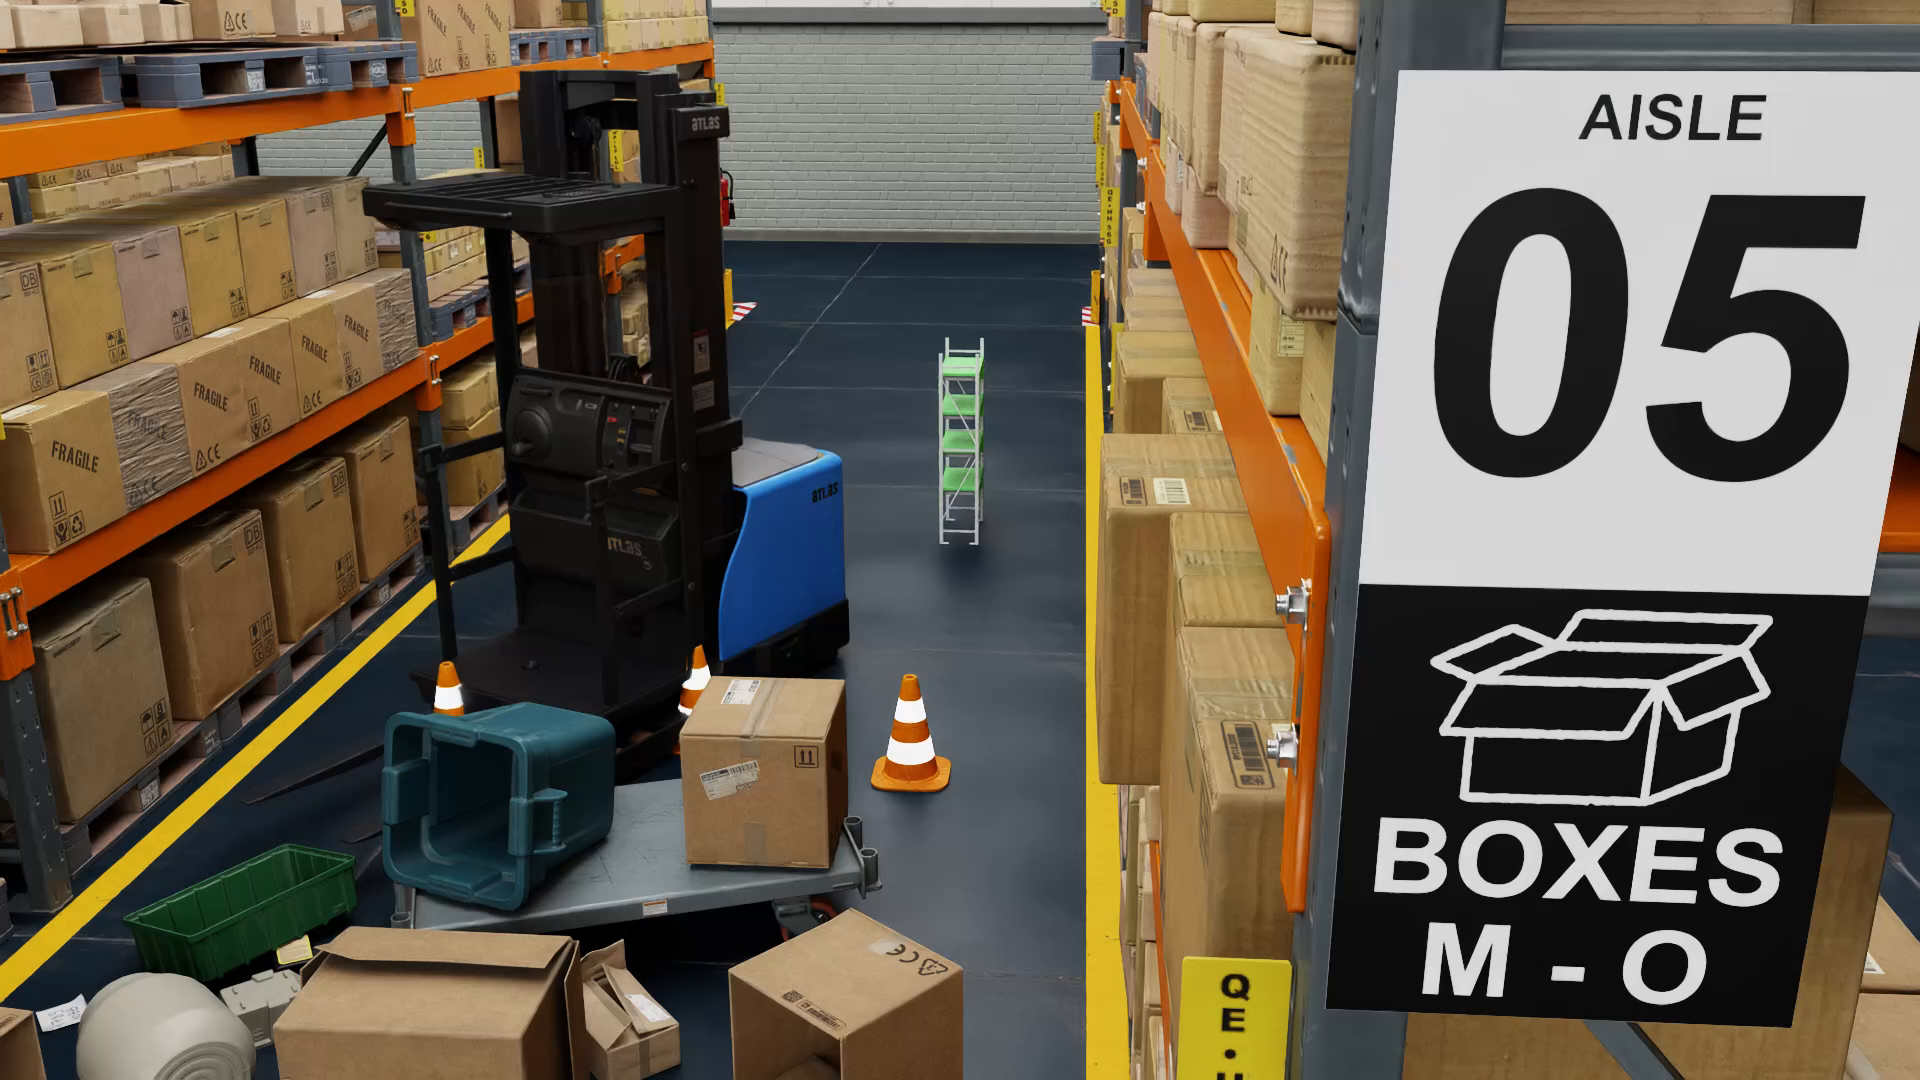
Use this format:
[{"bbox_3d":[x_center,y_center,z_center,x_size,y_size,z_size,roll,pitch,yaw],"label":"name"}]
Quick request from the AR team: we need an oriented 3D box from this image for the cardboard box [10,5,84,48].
[{"bbox_3d":[-3.528,-1.930,6.248,0.250,0.149,0.380,1,18,4],"label":"cardboard box"}]

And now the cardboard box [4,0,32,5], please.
[{"bbox_3d":[-3.981,-2.050,6.451,0.500,0.250,0.500,1,18,3],"label":"cardboard box"}]

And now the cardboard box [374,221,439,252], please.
[{"bbox_3d":[-3.336,-1.806,9.892,0.380,0.149,0.250,1,18,4],"label":"cardboard box"}]

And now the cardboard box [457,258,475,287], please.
[{"bbox_3d":[-3.291,-1.685,10.476,0.380,0.149,0.250,2,18,7],"label":"cardboard box"}]

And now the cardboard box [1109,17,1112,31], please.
[{"bbox_3d":[1.228,-3.595,11.460,0.380,0.166,0.250,0,18,0],"label":"cardboard box"}]

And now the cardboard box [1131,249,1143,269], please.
[{"bbox_3d":[1.013,-0.995,7.331,0.500,0.500,0.500,1,18,2],"label":"cardboard box"}]

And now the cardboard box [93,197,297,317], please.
[{"bbox_3d":[-3.675,-1.370,8.020,0.700,0.500,0.500,1,18,3],"label":"cardboard box"}]

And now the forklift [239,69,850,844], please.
[{"bbox_3d":[-1.774,-0.499,7.238,1.130,2.935,3.031,11,21,30],"label":"forklift"}]

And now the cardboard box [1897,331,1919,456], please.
[{"bbox_3d":[1.156,-0.141,1.622,0.380,0.149,0.250,1,18,4],"label":"cardboard box"}]

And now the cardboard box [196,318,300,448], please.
[{"bbox_3d":[-3.433,-0.735,7.688,0.500,0.500,0.500,2,18,5],"label":"cardboard box"}]

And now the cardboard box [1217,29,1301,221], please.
[{"bbox_3d":[0.627,-0.555,2.247,0.500,0.250,0.500,1,18,3],"label":"cardboard box"}]

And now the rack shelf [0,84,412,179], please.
[{"bbox_3d":[-3.706,-1.765,7.331,1.077,0.370,4.000,1,18,4],"label":"rack shelf"}]

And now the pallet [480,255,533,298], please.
[{"bbox_3d":[-3.462,-1.827,11.491,1.003,0.211,1.213,1,18,4],"label":"pallet"}]

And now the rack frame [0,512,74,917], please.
[{"bbox_3d":[-3.850,-0.061,5.790,1.000,3.000,0.127,1,18,4],"label":"rack frame"}]

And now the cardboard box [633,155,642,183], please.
[{"bbox_3d":[-2.961,-3.036,14.233,0.500,0.500,0.500,1,18,4],"label":"cardboard box"}]

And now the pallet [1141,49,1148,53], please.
[{"bbox_3d":[1.652,-3.515,11.822,0.805,0.209,1.217,1,18,2],"label":"pallet"}]

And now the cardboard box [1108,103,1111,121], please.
[{"bbox_3d":[1.373,-3.400,13.173,0.380,0.149,0.250,1,18,3],"label":"cardboard box"}]

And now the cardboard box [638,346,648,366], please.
[{"bbox_3d":[-2.911,-1.579,14.327,0.380,0.149,0.250,2,18,6],"label":"cardboard box"}]

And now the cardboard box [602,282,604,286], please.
[{"bbox_3d":[-3.441,-2.351,15.728,0.380,0.149,0.250,2,18,5],"label":"cardboard box"}]

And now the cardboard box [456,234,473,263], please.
[{"bbox_3d":[-3.295,-1.837,10.464,0.380,0.149,0.250,1,18,2],"label":"cardboard box"}]

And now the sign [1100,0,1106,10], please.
[{"bbox_3d":[1.115,-4.187,12.608,0.100,0.325,0.005,1,18,4],"label":"sign"}]

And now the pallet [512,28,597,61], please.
[{"bbox_3d":[-3.427,-3.692,12.357,1.213,0.211,1.003,1,18,4],"label":"pallet"}]

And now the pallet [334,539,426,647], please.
[{"bbox_3d":[-3.695,0.265,9.274,1.003,0.211,1.213,1,18,4],"label":"pallet"}]

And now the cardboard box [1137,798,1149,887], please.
[{"bbox_3d":[0.679,0.835,4.552,0.380,0.149,0.250,2,18,6],"label":"cardboard box"}]

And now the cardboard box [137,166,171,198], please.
[{"bbox_3d":[-7.806,-3.366,15.641,0.500,0.250,0.500,1,18,4],"label":"cardboard box"}]

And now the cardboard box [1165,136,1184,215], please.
[{"bbox_3d":[0.648,-0.798,3.626,0.380,0.149,0.250,1,18,3],"label":"cardboard box"}]

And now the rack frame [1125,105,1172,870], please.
[{"bbox_3d":[1.095,0.019,5.549,1.000,3.000,0.127,1,18,4],"label":"rack frame"}]

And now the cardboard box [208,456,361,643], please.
[{"bbox_3d":[-3.756,0.025,8.467,1.050,0.750,0.750,2,18,5],"label":"cardboard box"}]

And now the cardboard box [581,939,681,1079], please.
[{"bbox_3d":[-1.104,1.523,5.349,0.258,0.266,0.396,-13,22,-34],"label":"cardboard box"}]

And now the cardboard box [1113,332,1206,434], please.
[{"bbox_3d":[0.725,-0.200,3.972,0.700,0.500,0.500,1,18,3],"label":"cardboard box"}]

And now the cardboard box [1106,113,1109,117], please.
[{"bbox_3d":[1.471,-3.299,13.907,0.500,0.500,0.500,1,18,3],"label":"cardboard box"}]

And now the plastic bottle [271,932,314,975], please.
[{"bbox_3d":[-2.364,1.455,5.883,0.133,0.061,0.283,-9,20,-25],"label":"plastic bottle"}]

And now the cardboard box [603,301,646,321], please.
[{"bbox_3d":[-3.001,-2.020,14.720,0.380,0.149,0.250,1,18,2],"label":"cardboard box"}]

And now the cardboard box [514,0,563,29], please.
[{"bbox_3d":[-3.413,-4.102,12.473,0.700,0.500,0.500,1,18,4],"label":"cardboard box"}]

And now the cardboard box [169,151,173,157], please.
[{"bbox_3d":[-8.233,-3.857,17.139,0.500,0.250,0.500,1,18,2],"label":"cardboard box"}]

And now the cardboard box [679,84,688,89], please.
[{"bbox_3d":[-2.839,-3.985,15.523,0.500,0.500,0.500,2,18,7],"label":"cardboard box"}]

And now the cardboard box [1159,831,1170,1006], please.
[{"bbox_3d":[0.652,0.587,3.177,0.500,0.500,0.500,1,18,4],"label":"cardboard box"}]

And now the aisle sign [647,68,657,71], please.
[{"bbox_3d":[-3.284,-5.052,16.849,0.394,0.787,0.004,1,18,4],"label":"aisle sign"}]

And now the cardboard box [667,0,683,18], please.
[{"bbox_3d":[-2.844,-4.913,15.219,0.500,0.250,0.500,2,18,5],"label":"cardboard box"}]

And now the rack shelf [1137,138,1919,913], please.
[{"bbox_3d":[0.951,-0.444,3.298,1.077,0.370,4.000,1,18,4],"label":"rack shelf"}]

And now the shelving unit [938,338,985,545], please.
[{"bbox_3d":[0.012,-0.622,10.393,0.258,1.200,0.503,1,18,4],"label":"shelving unit"}]

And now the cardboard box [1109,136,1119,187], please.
[{"bbox_3d":[1.303,-2.544,11.604,0.500,0.500,0.500,1,18,3],"label":"cardboard box"}]

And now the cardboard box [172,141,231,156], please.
[{"bbox_3d":[-7.702,-4.199,16.979,0.500,0.500,0.500,2,18,5],"label":"cardboard box"}]

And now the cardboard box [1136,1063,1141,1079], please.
[{"bbox_3d":[0.721,1.634,4.361,0.500,0.250,0.500,1,18,3],"label":"cardboard box"}]

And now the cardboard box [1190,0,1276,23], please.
[{"bbox_3d":[0.614,-1.013,3.002,0.380,0.149,0.250,2,18,5],"label":"cardboard box"}]

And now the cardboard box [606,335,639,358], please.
[{"bbox_3d":[-2.931,-1.637,14.027,0.380,0.149,0.250,2,18,6],"label":"cardboard box"}]

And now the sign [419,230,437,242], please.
[{"bbox_3d":[-3.009,-1.842,9.367,0.100,0.325,0.005,1,18,4],"label":"sign"}]

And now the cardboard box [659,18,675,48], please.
[{"bbox_3d":[-2.855,-4.516,14.813,0.500,0.250,0.500,2,18,6],"label":"cardboard box"}]

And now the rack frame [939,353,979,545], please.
[{"bbox_3d":[-0.006,-0.546,10.162,0.240,1.200,0.015,1,18,4],"label":"rack frame"}]

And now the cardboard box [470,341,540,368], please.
[{"bbox_3d":[-3.188,-1.191,11.375,0.500,0.250,0.500,1,18,4],"label":"cardboard box"}]

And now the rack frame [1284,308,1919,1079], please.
[{"bbox_3d":[0.808,1.261,1.758,1.000,3.000,0.127,1,18,4],"label":"rack frame"}]
